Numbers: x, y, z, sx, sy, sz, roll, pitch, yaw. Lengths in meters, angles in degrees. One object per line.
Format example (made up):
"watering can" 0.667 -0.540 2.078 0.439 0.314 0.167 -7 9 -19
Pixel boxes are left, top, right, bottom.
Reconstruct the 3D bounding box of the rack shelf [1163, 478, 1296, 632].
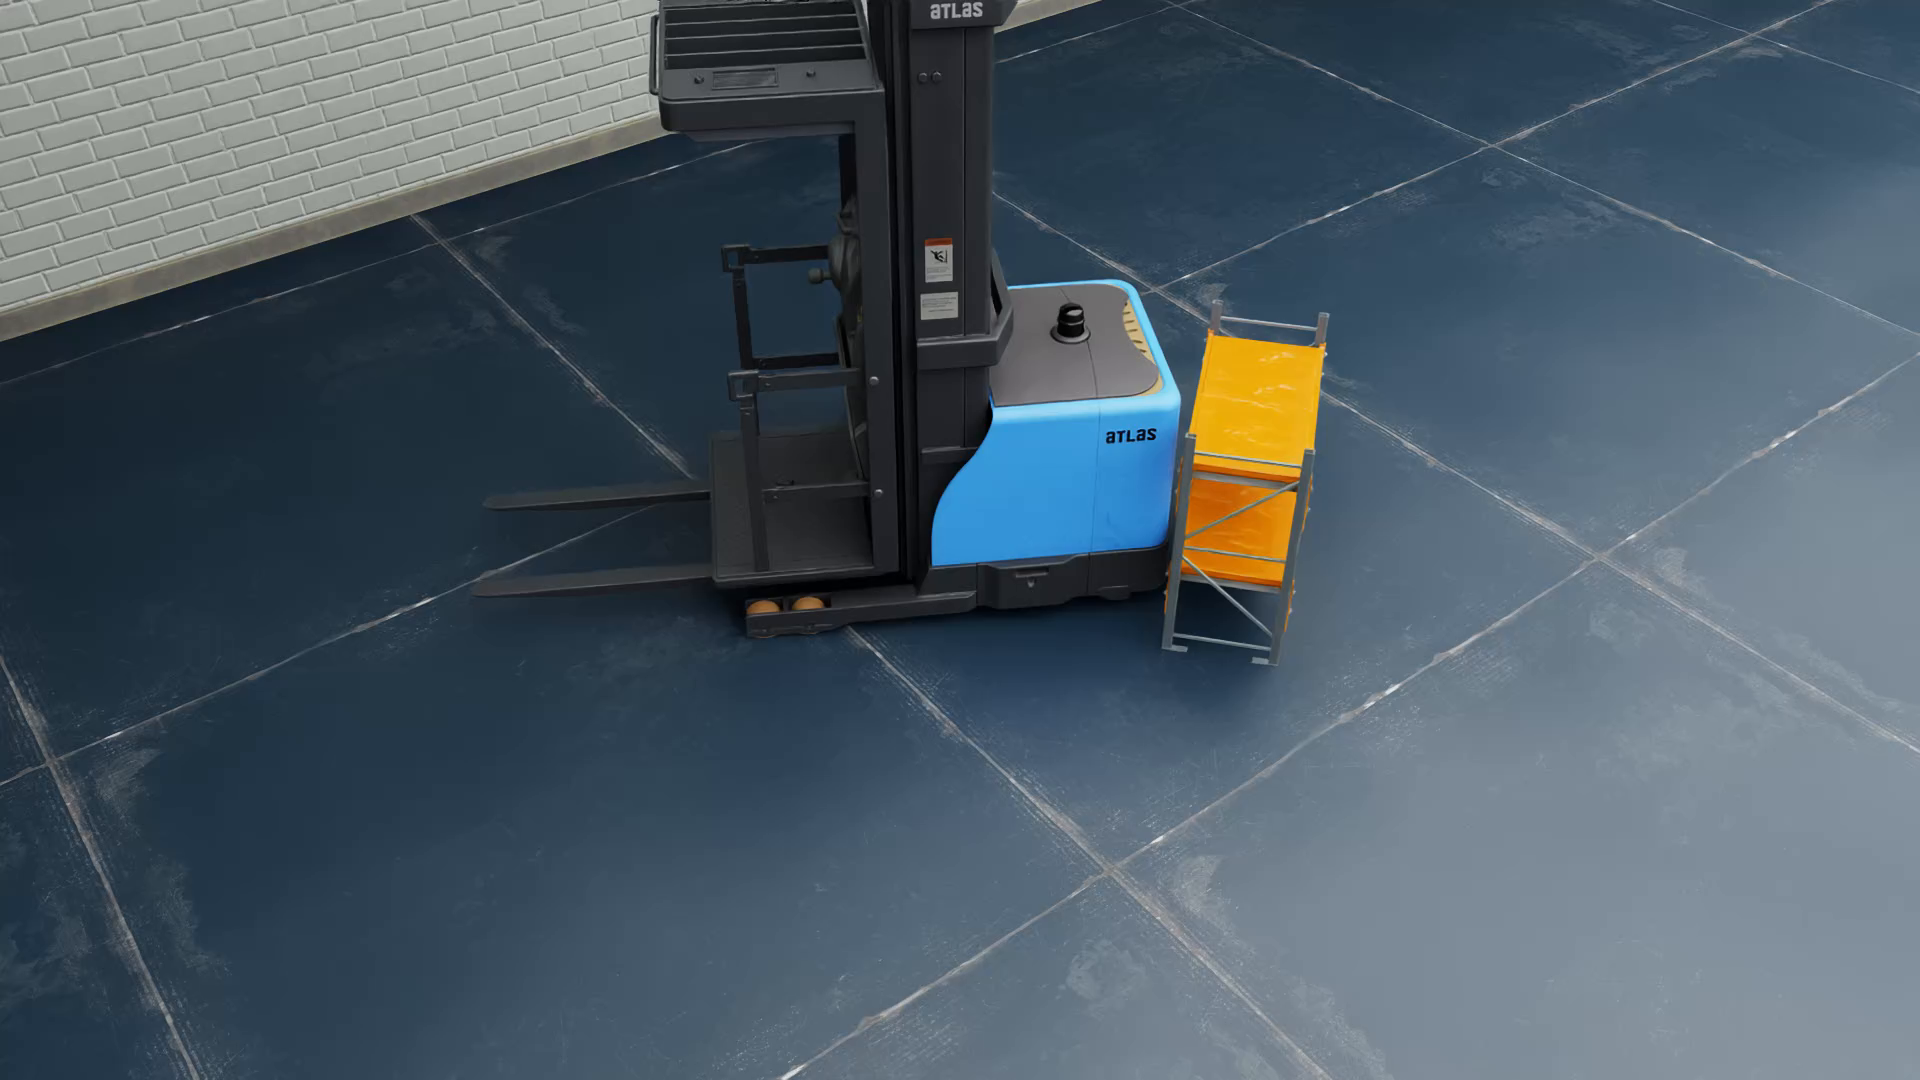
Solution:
"rack shelf" 1.229 -0.065 7.325 0.538 0.278 1.000 8 40 10

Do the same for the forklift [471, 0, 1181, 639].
"forklift" -0.637 -1.063 6.735 3.031 2.935 1.130 -5 40 -6

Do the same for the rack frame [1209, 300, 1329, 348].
"rack frame" 1.341 -0.568 7.553 0.500 1.125 0.032 8 40 10

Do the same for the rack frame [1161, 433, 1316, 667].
"rack frame" 1.119 0.061 6.786 0.500 1.125 0.032 8 40 10

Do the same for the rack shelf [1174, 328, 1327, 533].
"rack shelf" 1.232 -0.480 6.984 0.538 0.278 1.000 8 40 10

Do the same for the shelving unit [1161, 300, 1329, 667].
"shelving unit" 1.230 -0.254 7.170 0.538 1.125 1.048 8 40 10
